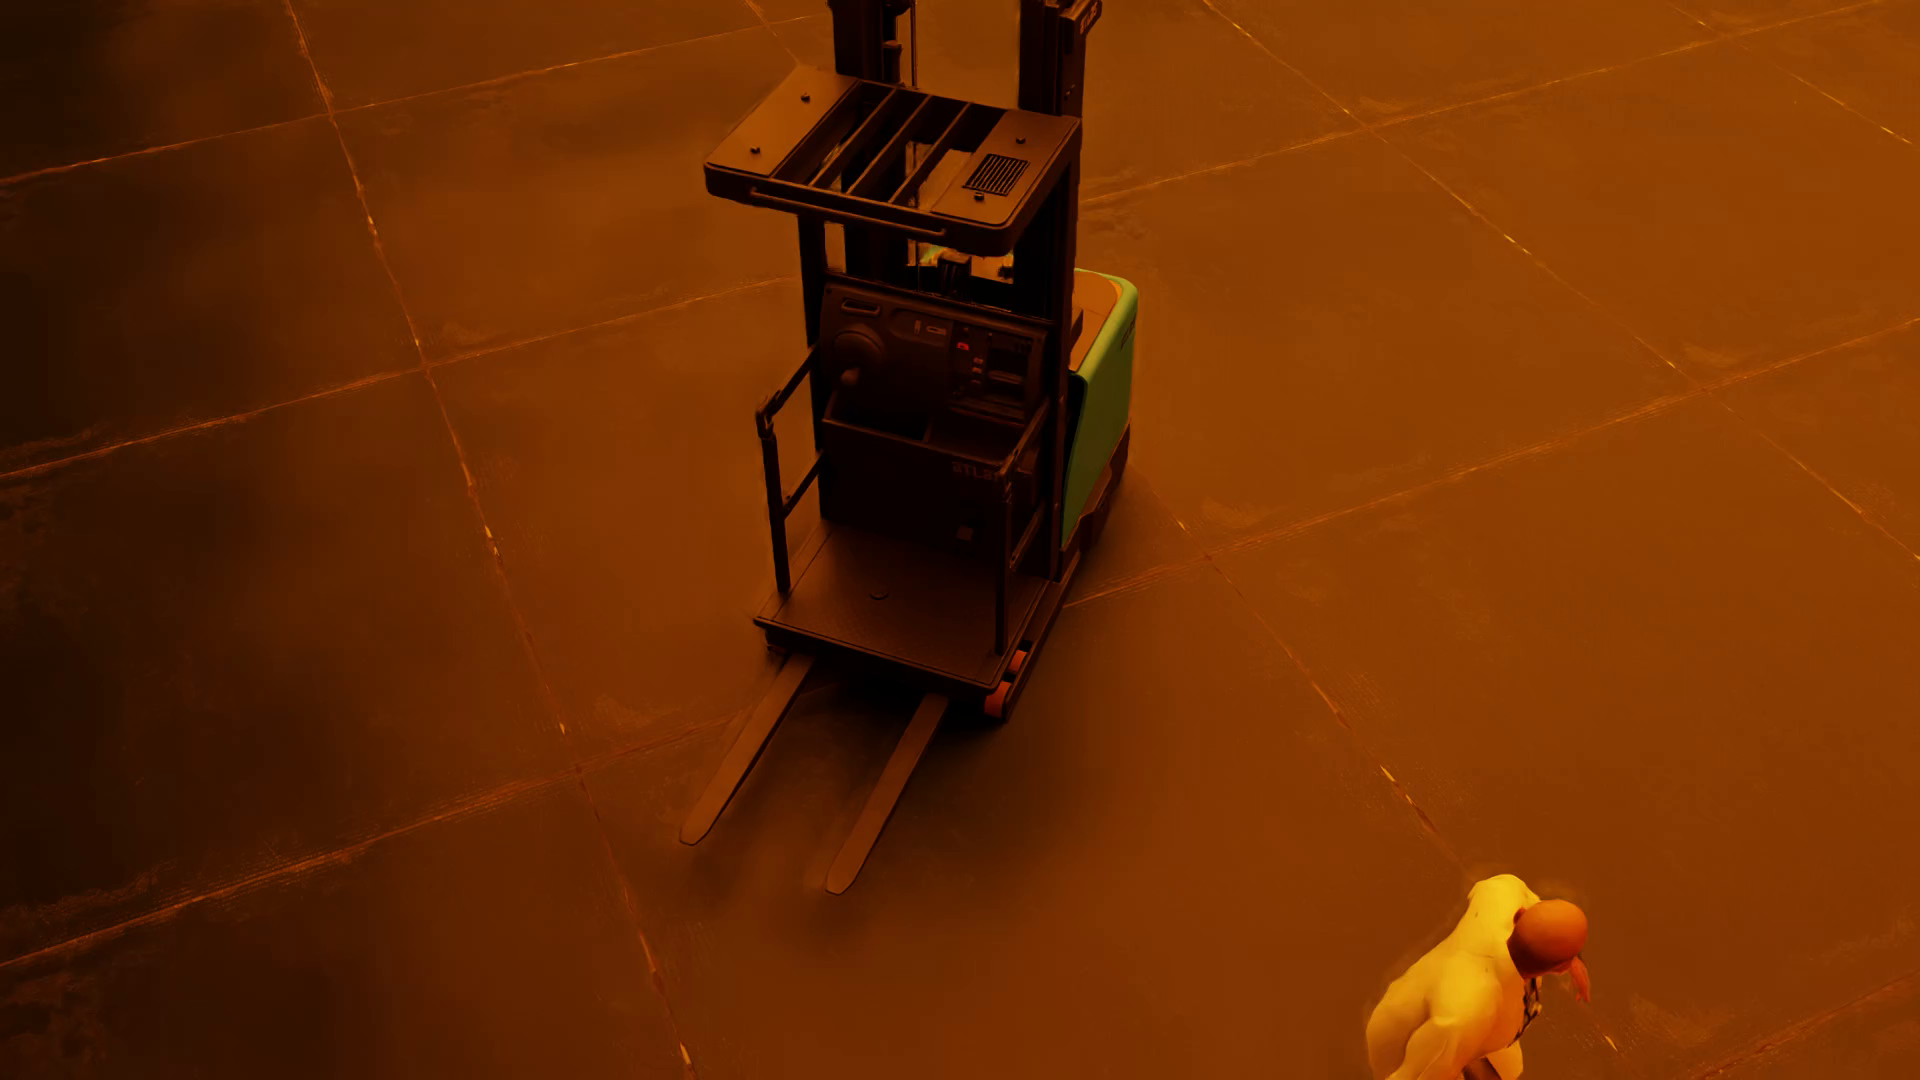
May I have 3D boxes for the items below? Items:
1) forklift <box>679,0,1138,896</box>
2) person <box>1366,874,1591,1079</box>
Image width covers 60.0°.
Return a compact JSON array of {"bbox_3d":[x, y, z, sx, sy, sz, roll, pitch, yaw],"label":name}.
[{"bbox_3d":[-0.194,-0.647,6.373,1.130,2.935,3.031,15,45,16],"label":"forklift"},{"bbox_3d":[1.451,1.591,5.012,0.509,1.670,1.057,29,50,28],"label":"person"}]
